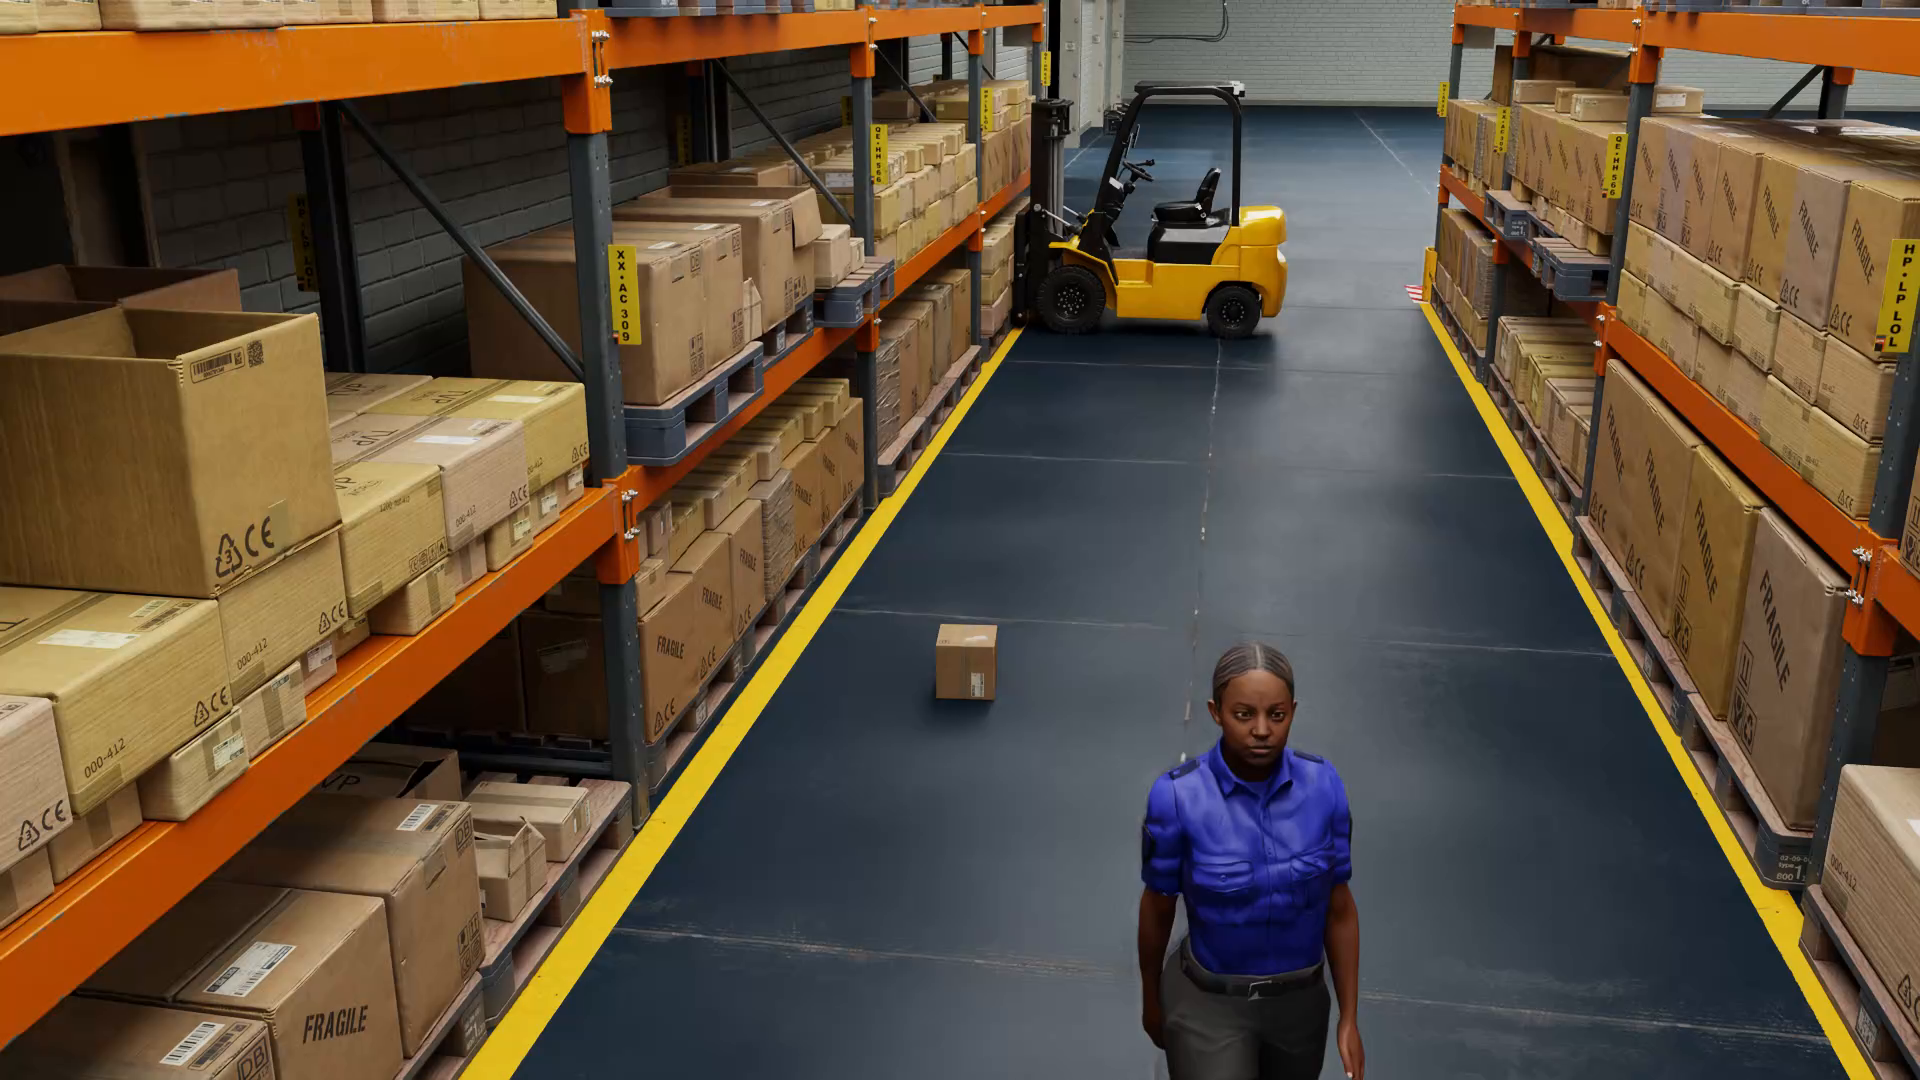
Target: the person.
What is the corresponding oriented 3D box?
[{"bbox_3d":[0.602,0.972,3.551,0.441,1.607,0.950,-4,18,-12],"label":"person"}]
